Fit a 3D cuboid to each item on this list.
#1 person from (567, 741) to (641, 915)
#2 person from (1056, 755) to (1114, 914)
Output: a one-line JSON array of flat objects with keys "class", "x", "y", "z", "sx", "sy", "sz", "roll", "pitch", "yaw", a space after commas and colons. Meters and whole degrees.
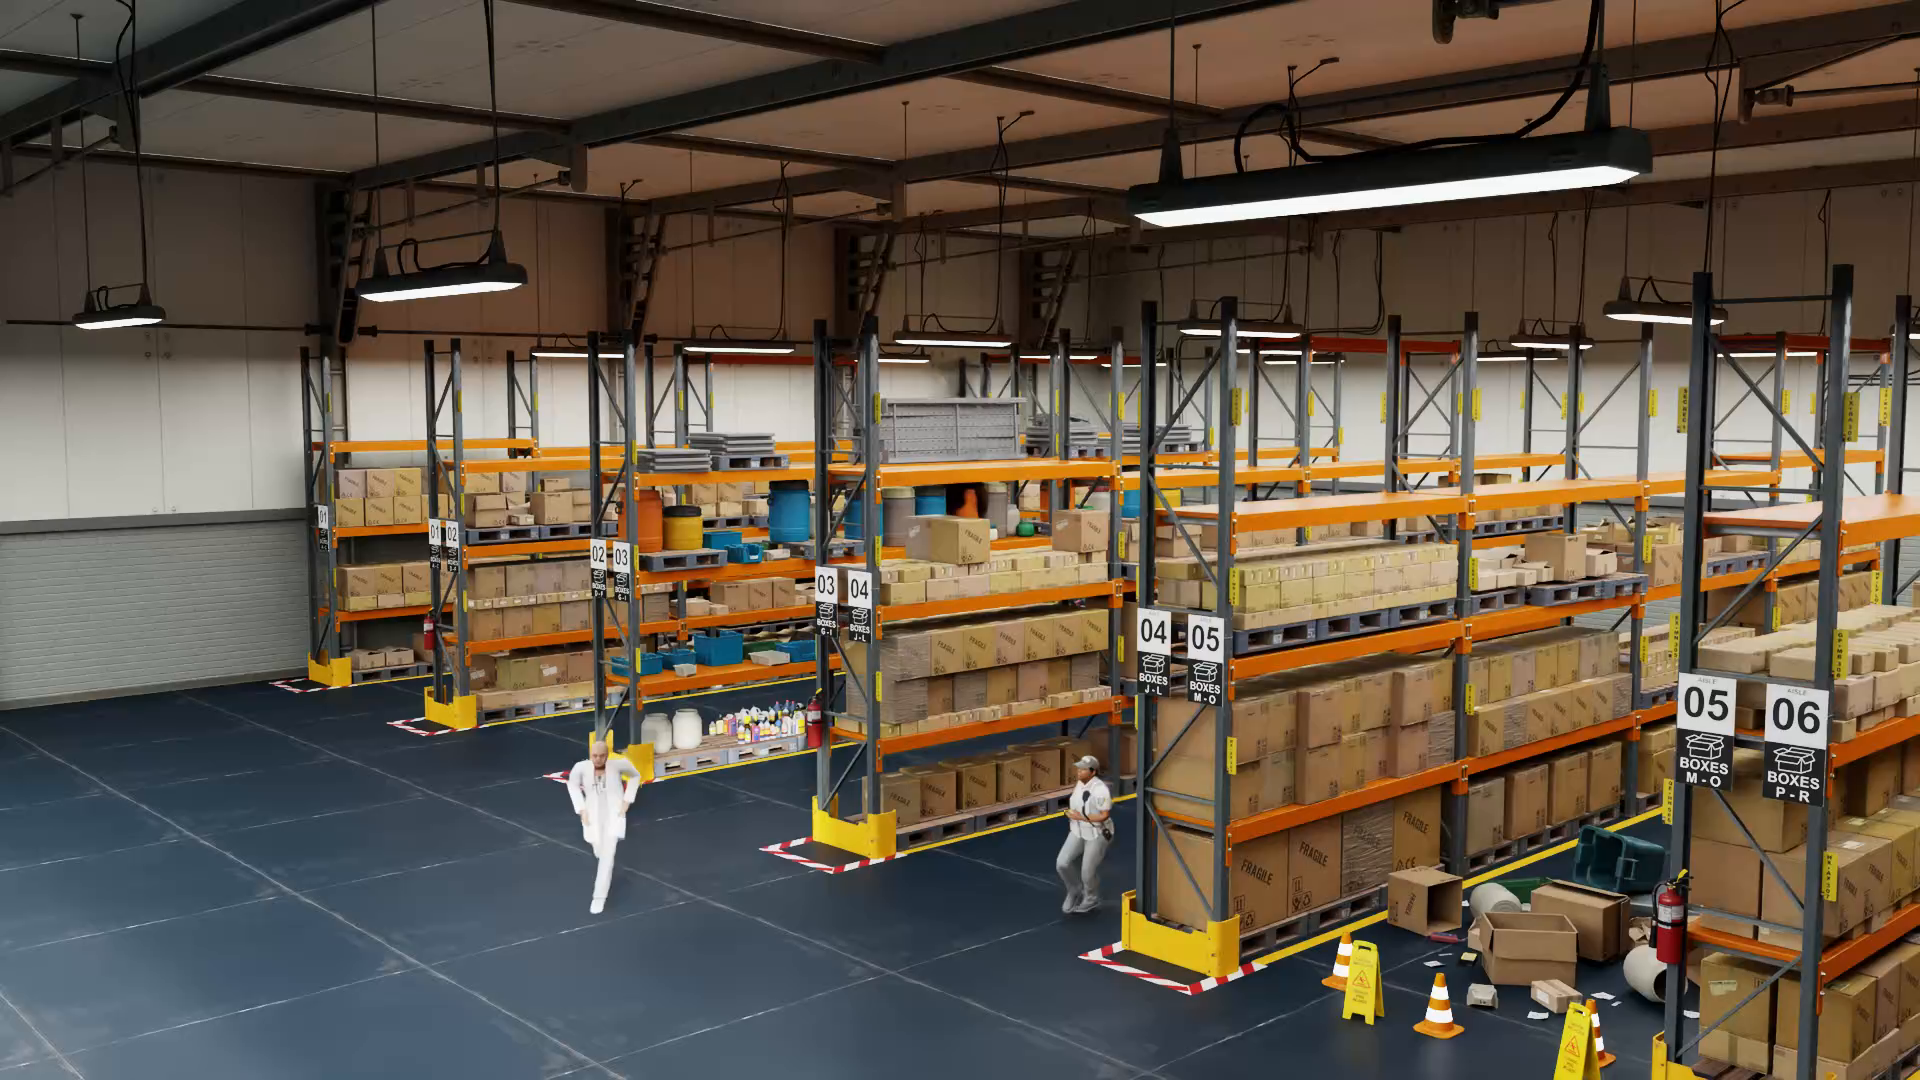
[{"class": "person", "x": -3.624, "y": 2.842, "z": 16.994, "sx": 0.734, "sy": 1.735, "sz": 1.050, "roll": -1, "pitch": 5, "yaw": -9}, {"class": "person", "x": 1.241, "y": 2.915, "z": 16.376, "sx": 0.662, "sy": 1.626, "sz": 0.627, "roll": 4, "pitch": 7, "yaw": 41}]
